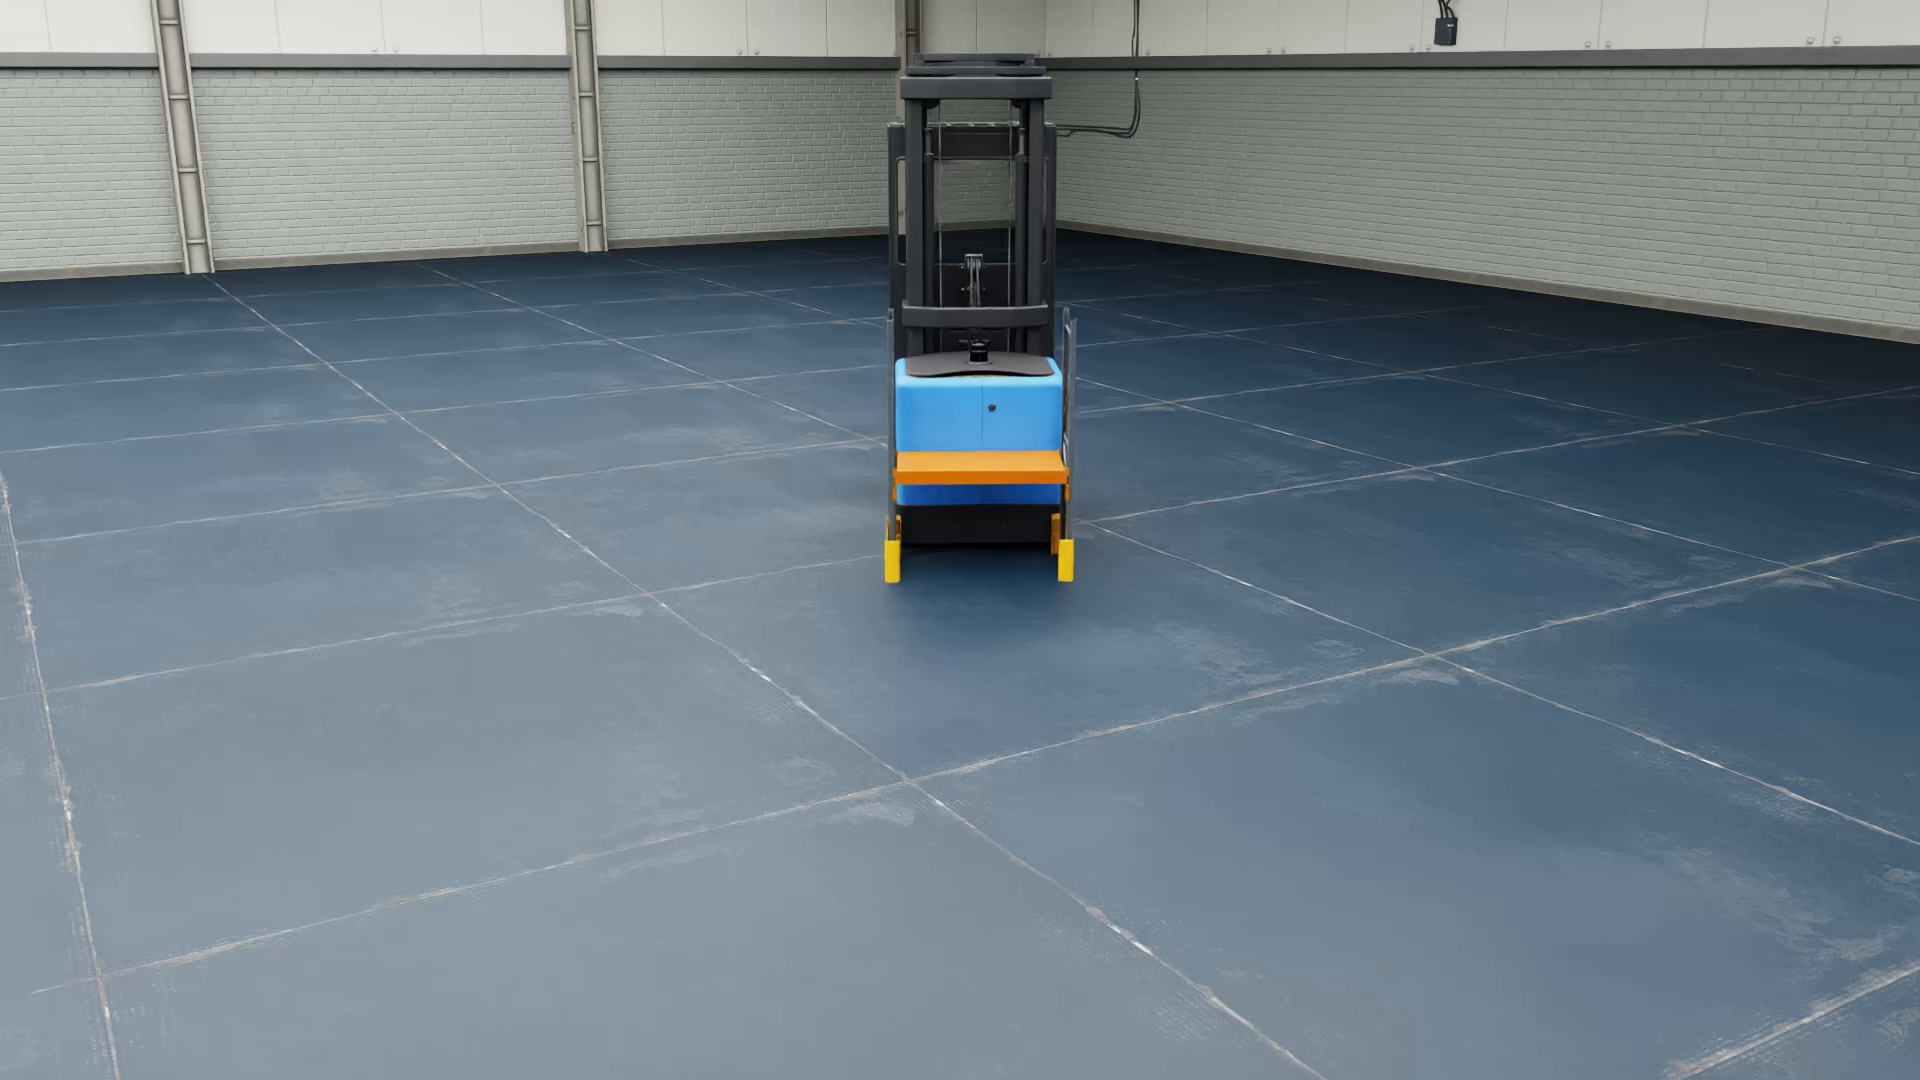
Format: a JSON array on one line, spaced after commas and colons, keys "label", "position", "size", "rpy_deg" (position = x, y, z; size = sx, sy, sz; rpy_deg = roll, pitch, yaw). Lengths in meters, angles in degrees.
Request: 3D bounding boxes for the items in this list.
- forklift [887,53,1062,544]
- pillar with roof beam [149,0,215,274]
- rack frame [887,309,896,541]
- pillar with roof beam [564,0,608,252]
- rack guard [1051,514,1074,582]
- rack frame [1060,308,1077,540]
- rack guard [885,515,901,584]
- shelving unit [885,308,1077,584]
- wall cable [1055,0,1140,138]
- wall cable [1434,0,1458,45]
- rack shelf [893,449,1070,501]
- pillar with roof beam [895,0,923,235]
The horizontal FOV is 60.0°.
[{"label": "forklift", "position": [0.067, -1.730, 11.153], "size": [1.130, 2.935, 3.031], "rpy_deg": [-1, 16, -2]}, {"label": "pillar with roof beam", "position": [-8.973, -7.275, 19.690], "size": [0.400, 9.000, 9.100], "rpy_deg": [-9, 18, -30]}, {"label": "rack frame", "position": [-0.394, -0.552, 9.600], "size": [0.032, 1.500, 0.500], "rpy_deg": [0, 16, -1]}, {"label": "pillar with roof beam", "position": [-3.829, -8.109, 22.665], "size": [0.400, 9.000, 9.100], "rpy_deg": [-9, 18, -30]}, {"label": "rack guard", "position": [0.603, 0.043, 9.793], "size": [0.087, 0.250, 0.587], "rpy_deg": [0, 16, -1]}, {"label": "rack frame", "position": [0.622, -0.559, 9.625], "size": [0.032, 1.500, 0.500], "rpy_deg": [0, 16, -1]}, {"label": "rack guard", "position": [-0.393, 0.050, 9.769], "size": [0.087, 0.250, 0.587], "rpy_deg": [0, 16, -1]}, {"label": "shelving unit", "position": [0.105, -0.555, 9.612], "size": [1.083, 1.500, 0.587], "rpy_deg": [0, 16, -1]}, {"label": "wall cable", "position": [2.303, -8.547, 29.983], "size": [0.112, 2.526, 3.097], "rpy_deg": [-9, 18, -30]}, {"label": "wall cable", "position": [7.178, -9.481, 21.261], "size": [0.169, 6.003, 2.305], "rpy_deg": [-9, 18, -30]}, {"label": "rack shelf", "position": [0.114, -0.382, 9.661], "size": [1.000, 0.185, 0.538], "rpy_deg": [0, 16, -1]}, {"label": "pillar with roof beam", "position": [1.314, -8.943, 25.641], "size": [0.400, 9.000, 9.100], "rpy_deg": [-9, 18, -30]}]
